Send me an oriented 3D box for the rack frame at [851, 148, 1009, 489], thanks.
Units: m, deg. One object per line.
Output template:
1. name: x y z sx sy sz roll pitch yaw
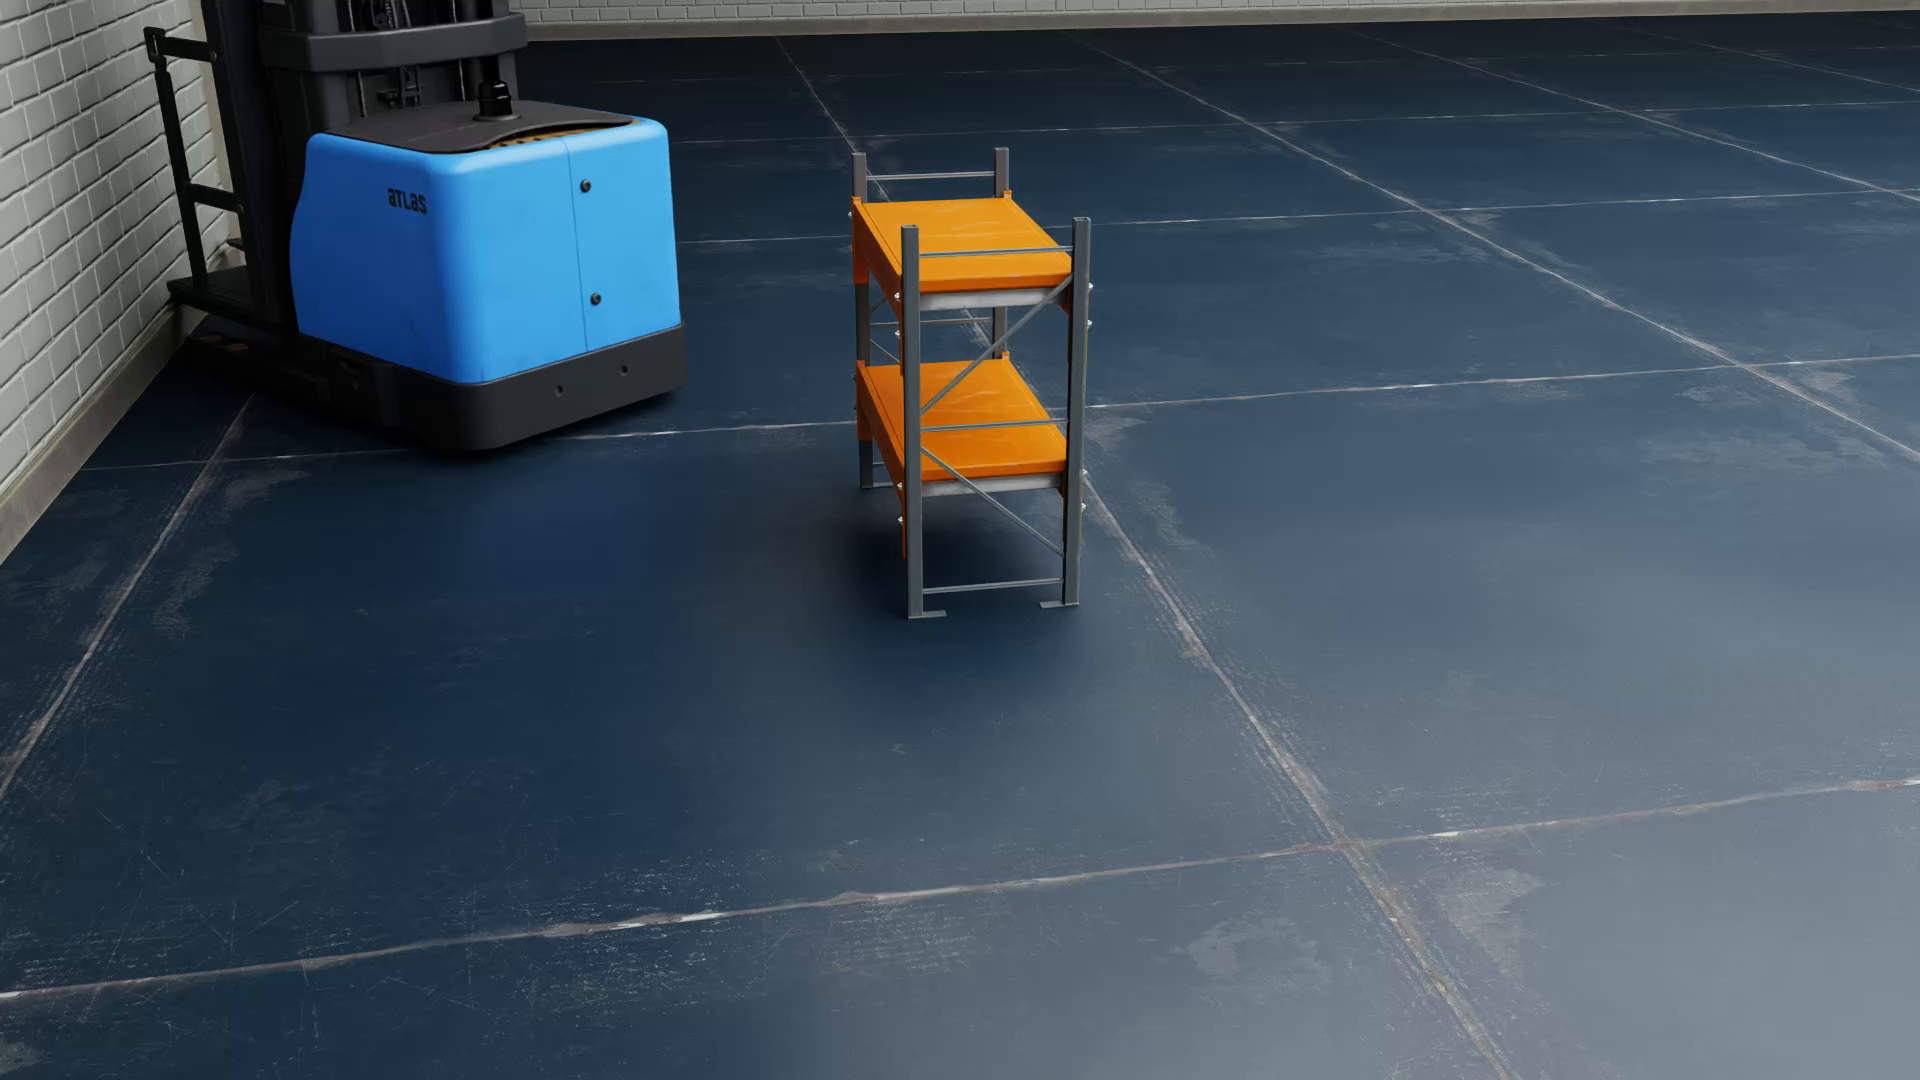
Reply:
1. rack frame: -0.093 -0.713 5.477 0.500 1.125 0.032 -4 24 -10

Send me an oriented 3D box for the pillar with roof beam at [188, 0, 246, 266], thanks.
1. pillar with roof beam: 0.712 -5.877 7.464 9.100 9.000 0.400 -4 24 -10

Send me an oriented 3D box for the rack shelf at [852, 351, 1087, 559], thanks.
1. rack shelf: 0.001 -0.289 5.117 0.538 0.278 1.000 -4 24 -10

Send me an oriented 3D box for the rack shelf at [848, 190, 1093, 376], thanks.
1. rack shelf: 0.001 -0.781 4.902 0.538 0.278 1.000 -4 24 -10

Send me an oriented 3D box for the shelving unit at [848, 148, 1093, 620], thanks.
1. shelving unit: 0.001 -0.513 5.019 0.538 1.125 1.048 -4 24 -10

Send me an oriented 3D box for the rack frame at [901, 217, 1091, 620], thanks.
1. rack frame: 0.095 -0.313 4.561 0.500 1.125 0.032 -4 24 -10

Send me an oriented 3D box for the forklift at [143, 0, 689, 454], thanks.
1. forklift: -2.522 -2.113 6.427 3.031 2.935 1.130 18 29 35
